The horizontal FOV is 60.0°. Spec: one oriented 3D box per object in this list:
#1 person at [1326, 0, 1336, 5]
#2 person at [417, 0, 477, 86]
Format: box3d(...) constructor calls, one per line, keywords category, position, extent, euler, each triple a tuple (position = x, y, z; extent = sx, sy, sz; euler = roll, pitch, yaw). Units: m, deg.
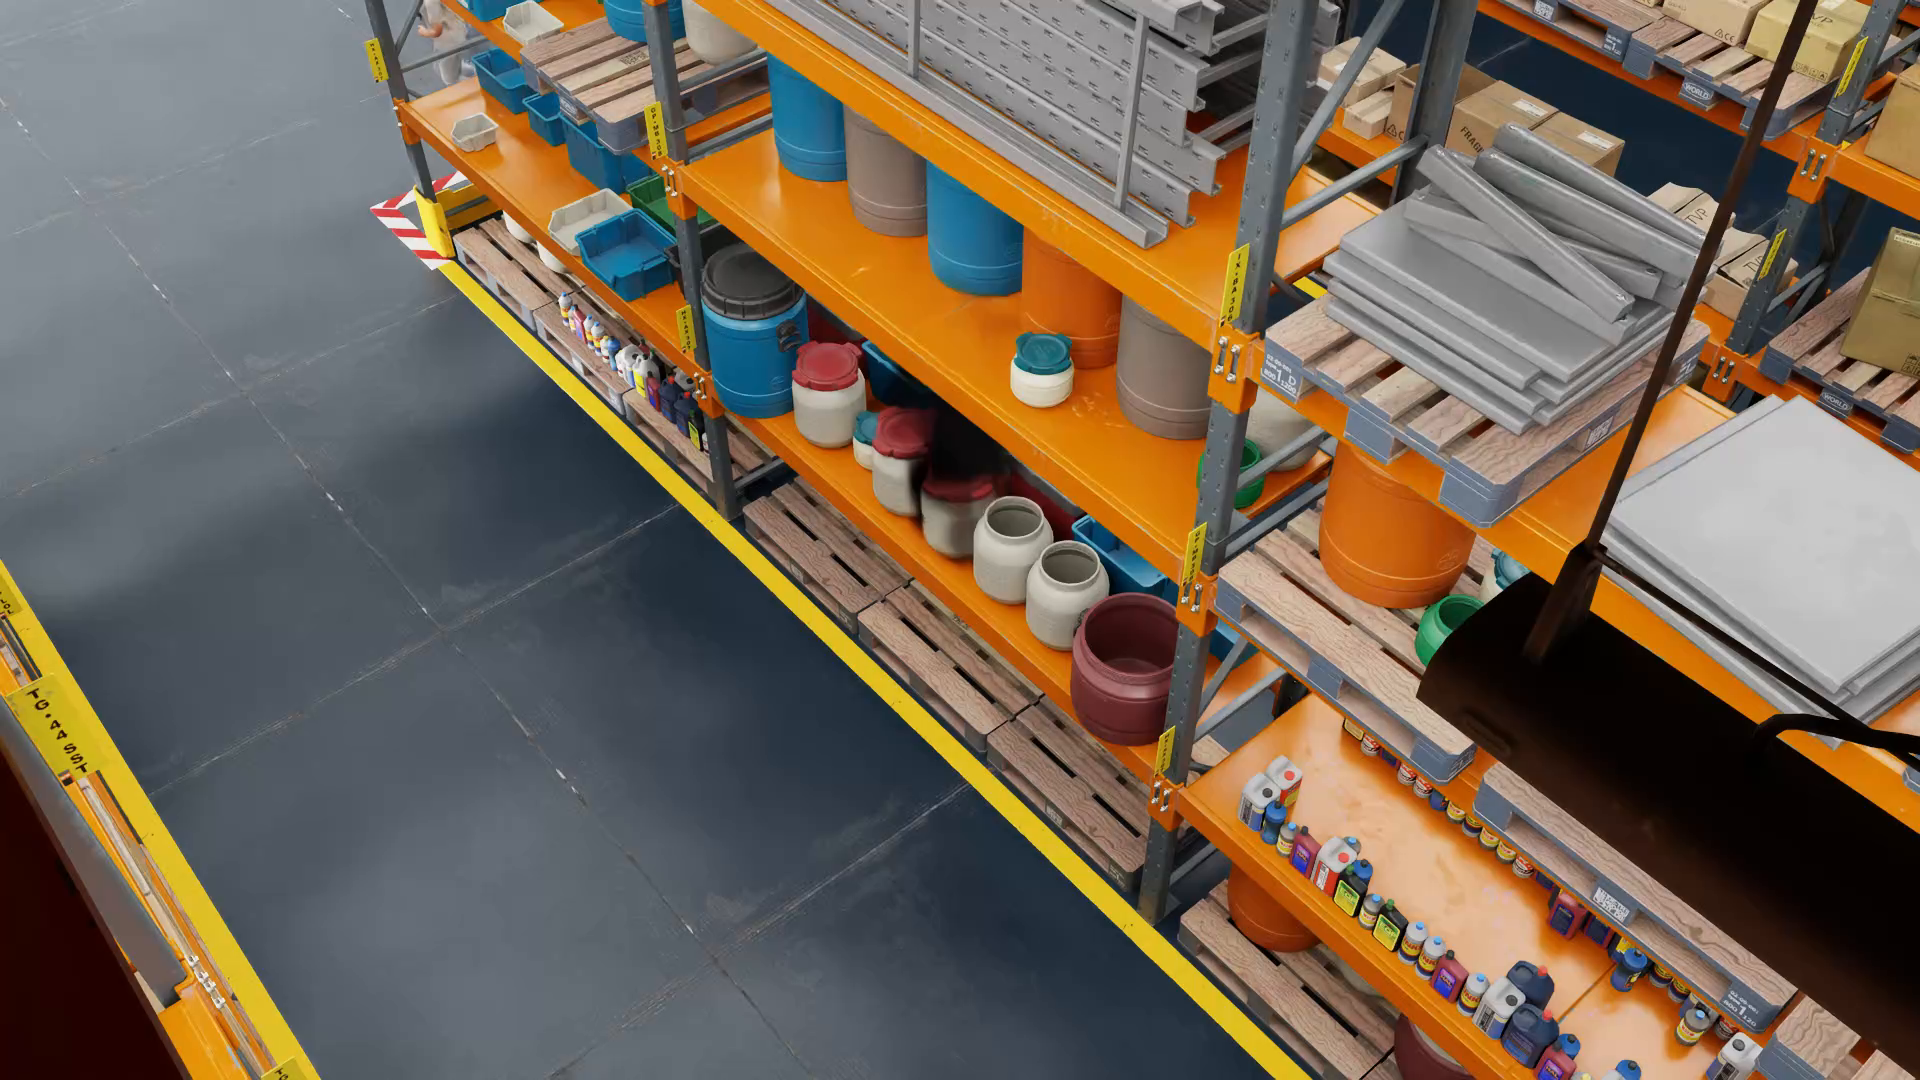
box3d(category="person", position=(3.043, -4.680, 14.260), extent=(0.945, 1.664, 0.634), euler=(33, 55, 27))
box3d(category="person", position=(-4.224, -4.155, 13.820), extent=(0.536, 1.616, 0.565), euler=(0, 46, 0))
